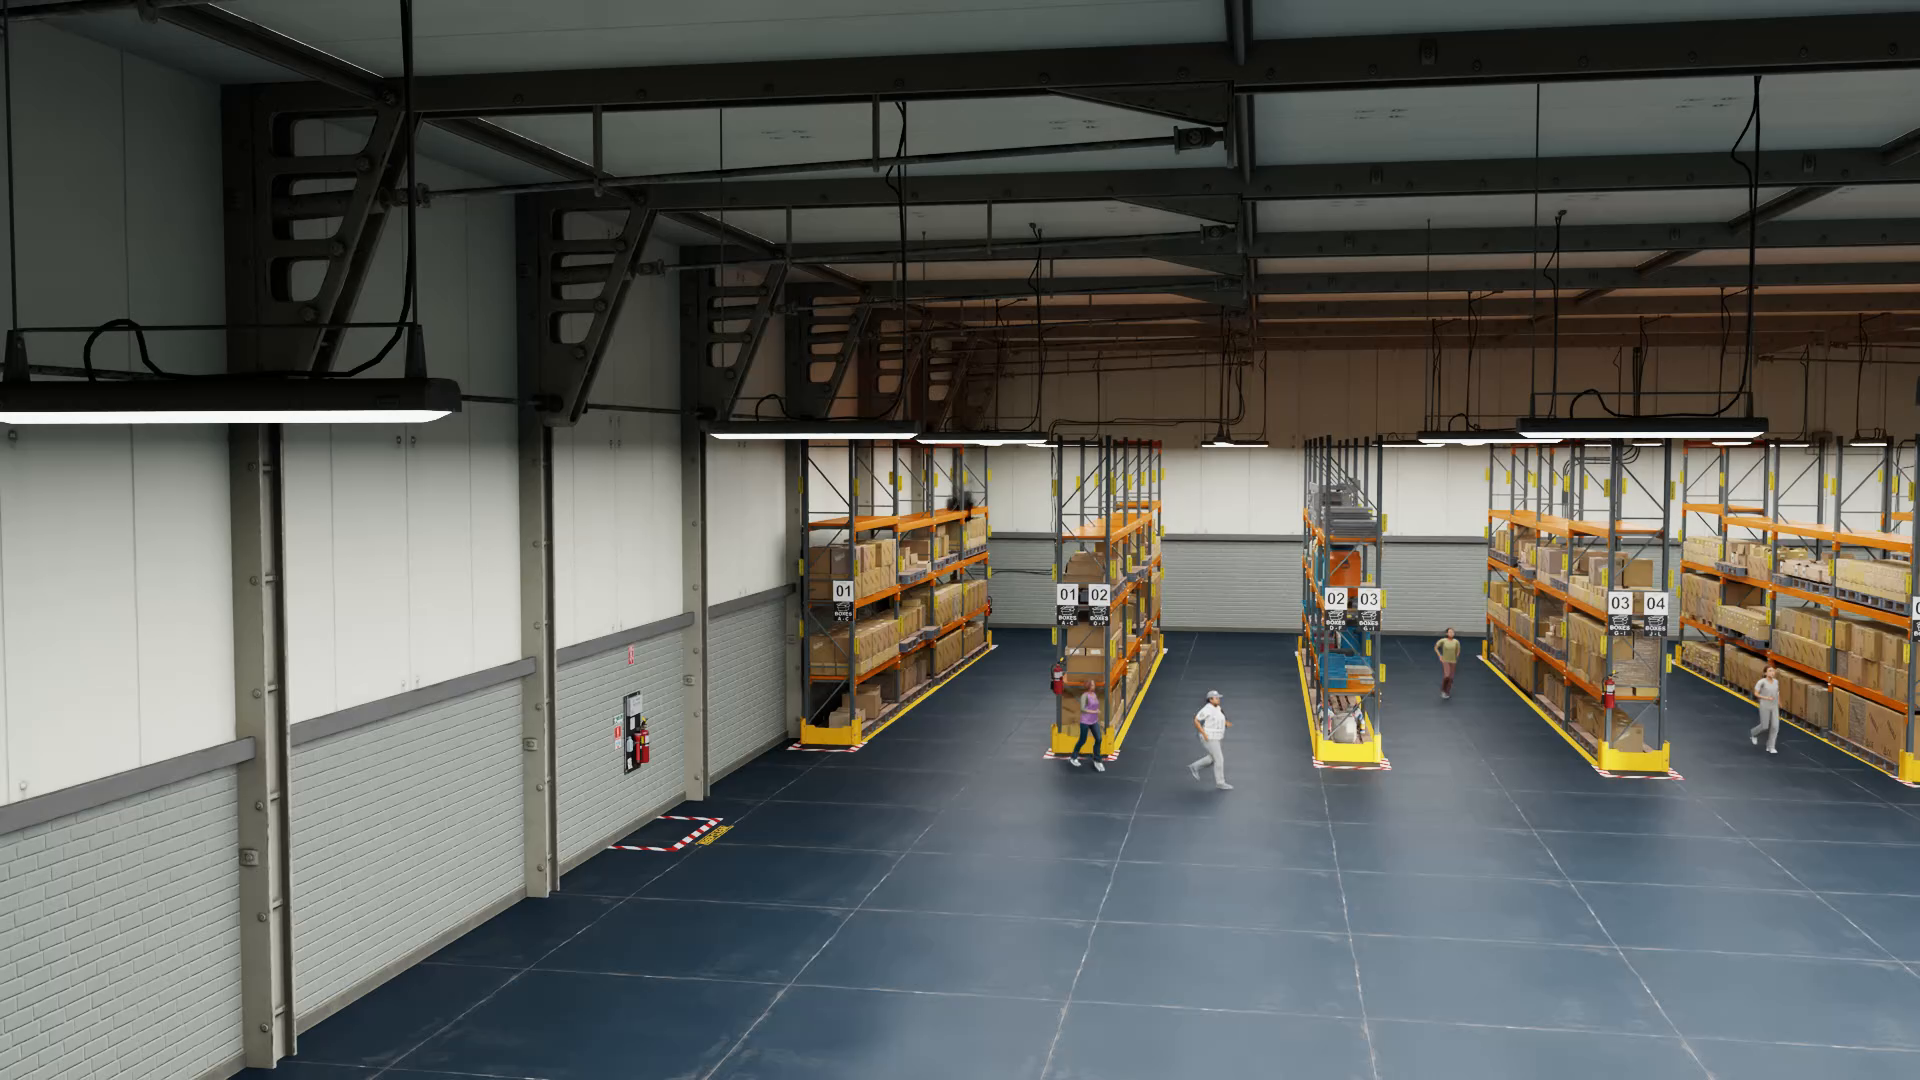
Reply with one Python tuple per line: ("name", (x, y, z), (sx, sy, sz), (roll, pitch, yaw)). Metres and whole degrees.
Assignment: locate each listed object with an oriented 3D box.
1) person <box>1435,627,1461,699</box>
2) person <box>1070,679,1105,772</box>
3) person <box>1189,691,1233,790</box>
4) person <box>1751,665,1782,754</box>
("person", (11.226, 2.827, 38.172), (0.554, 1.650, 0.630), (0, 3, -1))
("person", (2.299, 3.300, 29.765), (0.544, 1.625, 0.718), (-3, 4, -45))
("person", (4.236, 3.363, 28.165), (0.855, 1.644, 0.610), (2, 4, 34))
("person", (15.327, 3.187, 31.567), (0.570, 1.641, 0.763), (0, 3, -5))
